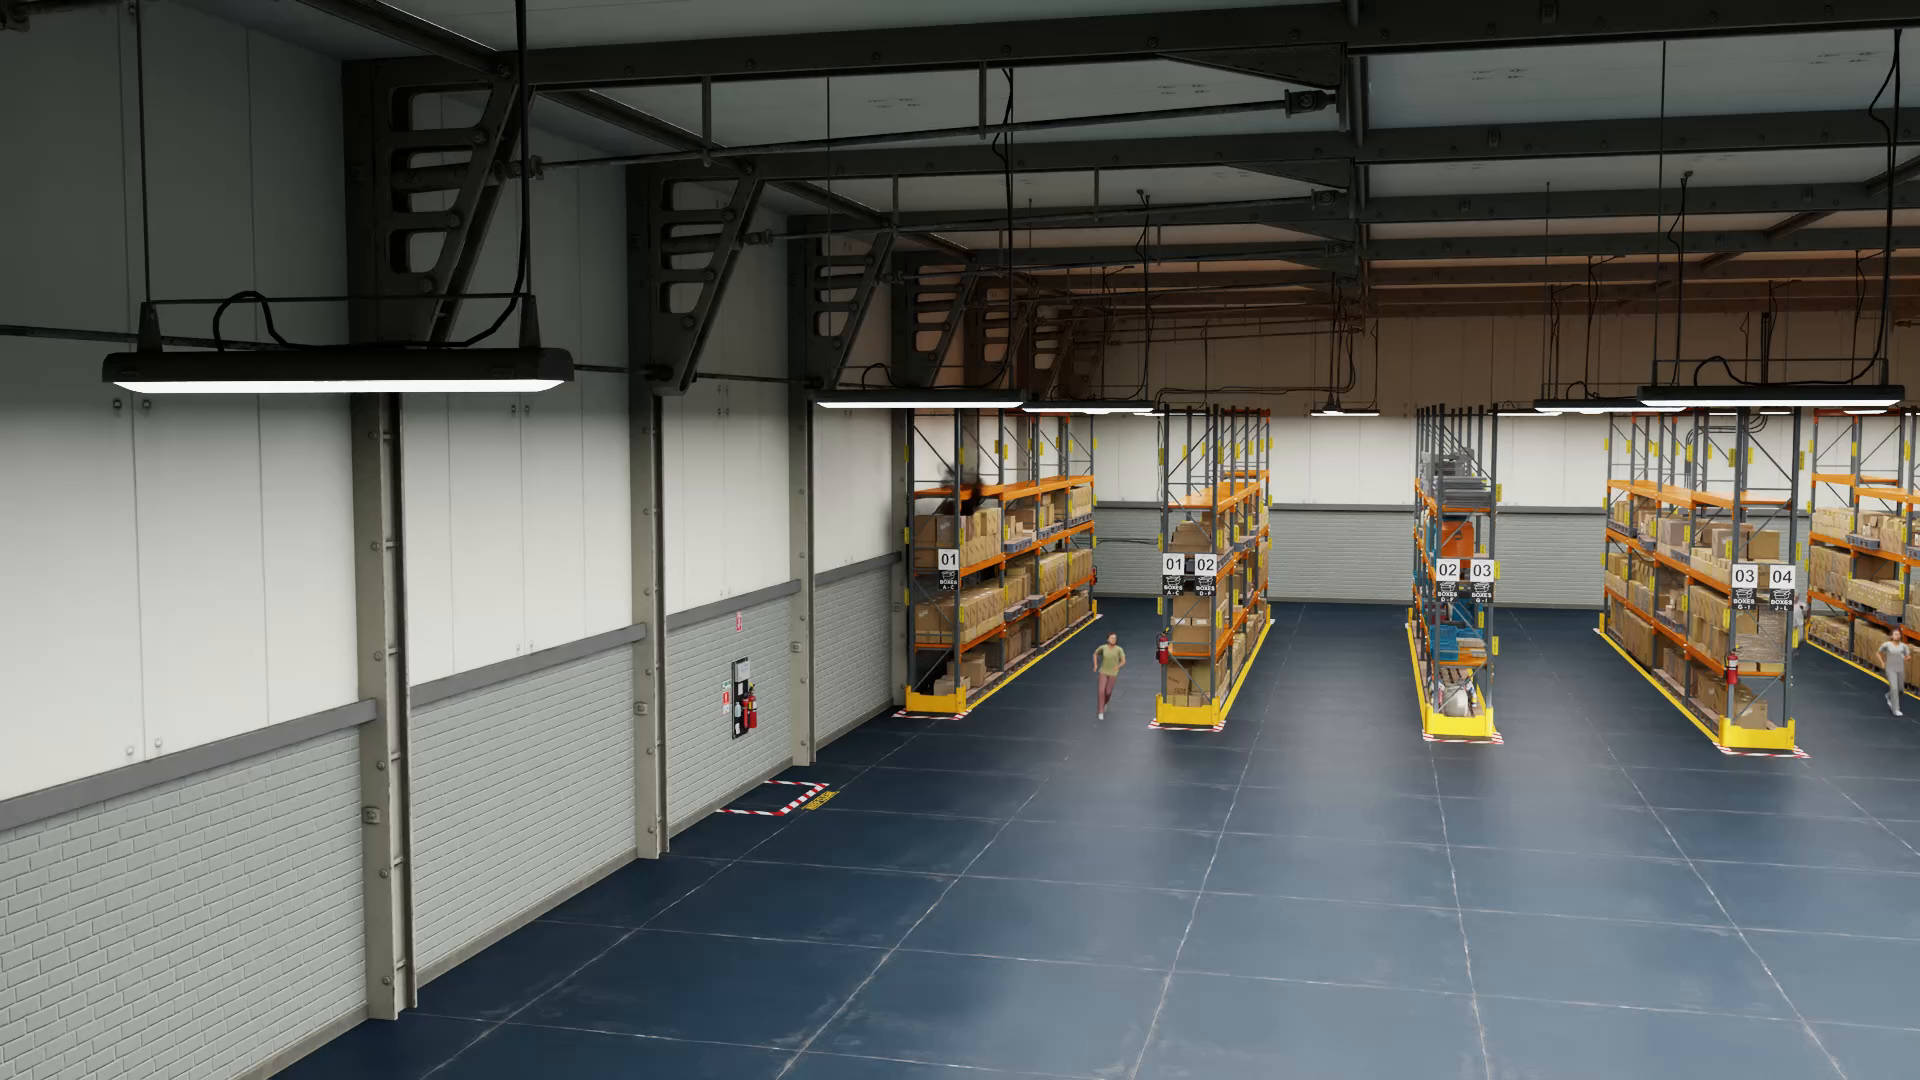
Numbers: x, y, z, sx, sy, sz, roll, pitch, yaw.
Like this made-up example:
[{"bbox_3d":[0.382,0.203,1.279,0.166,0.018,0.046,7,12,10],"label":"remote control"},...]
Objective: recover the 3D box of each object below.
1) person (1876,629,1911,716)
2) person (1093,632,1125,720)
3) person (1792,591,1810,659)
[{"bbox_3d":[18.122,2.538,32.264,0.575,1.645,0.914,1,4,9],"label":"person"},{"bbox_3d":[2.871,2.590,31.994,0.615,1.664,0.803,0,4,5],"label":"person"},{"bbox_3d":[19.790,2.024,39.330,0.591,1.655,0.756,1,4,20],"label":"person"}]
